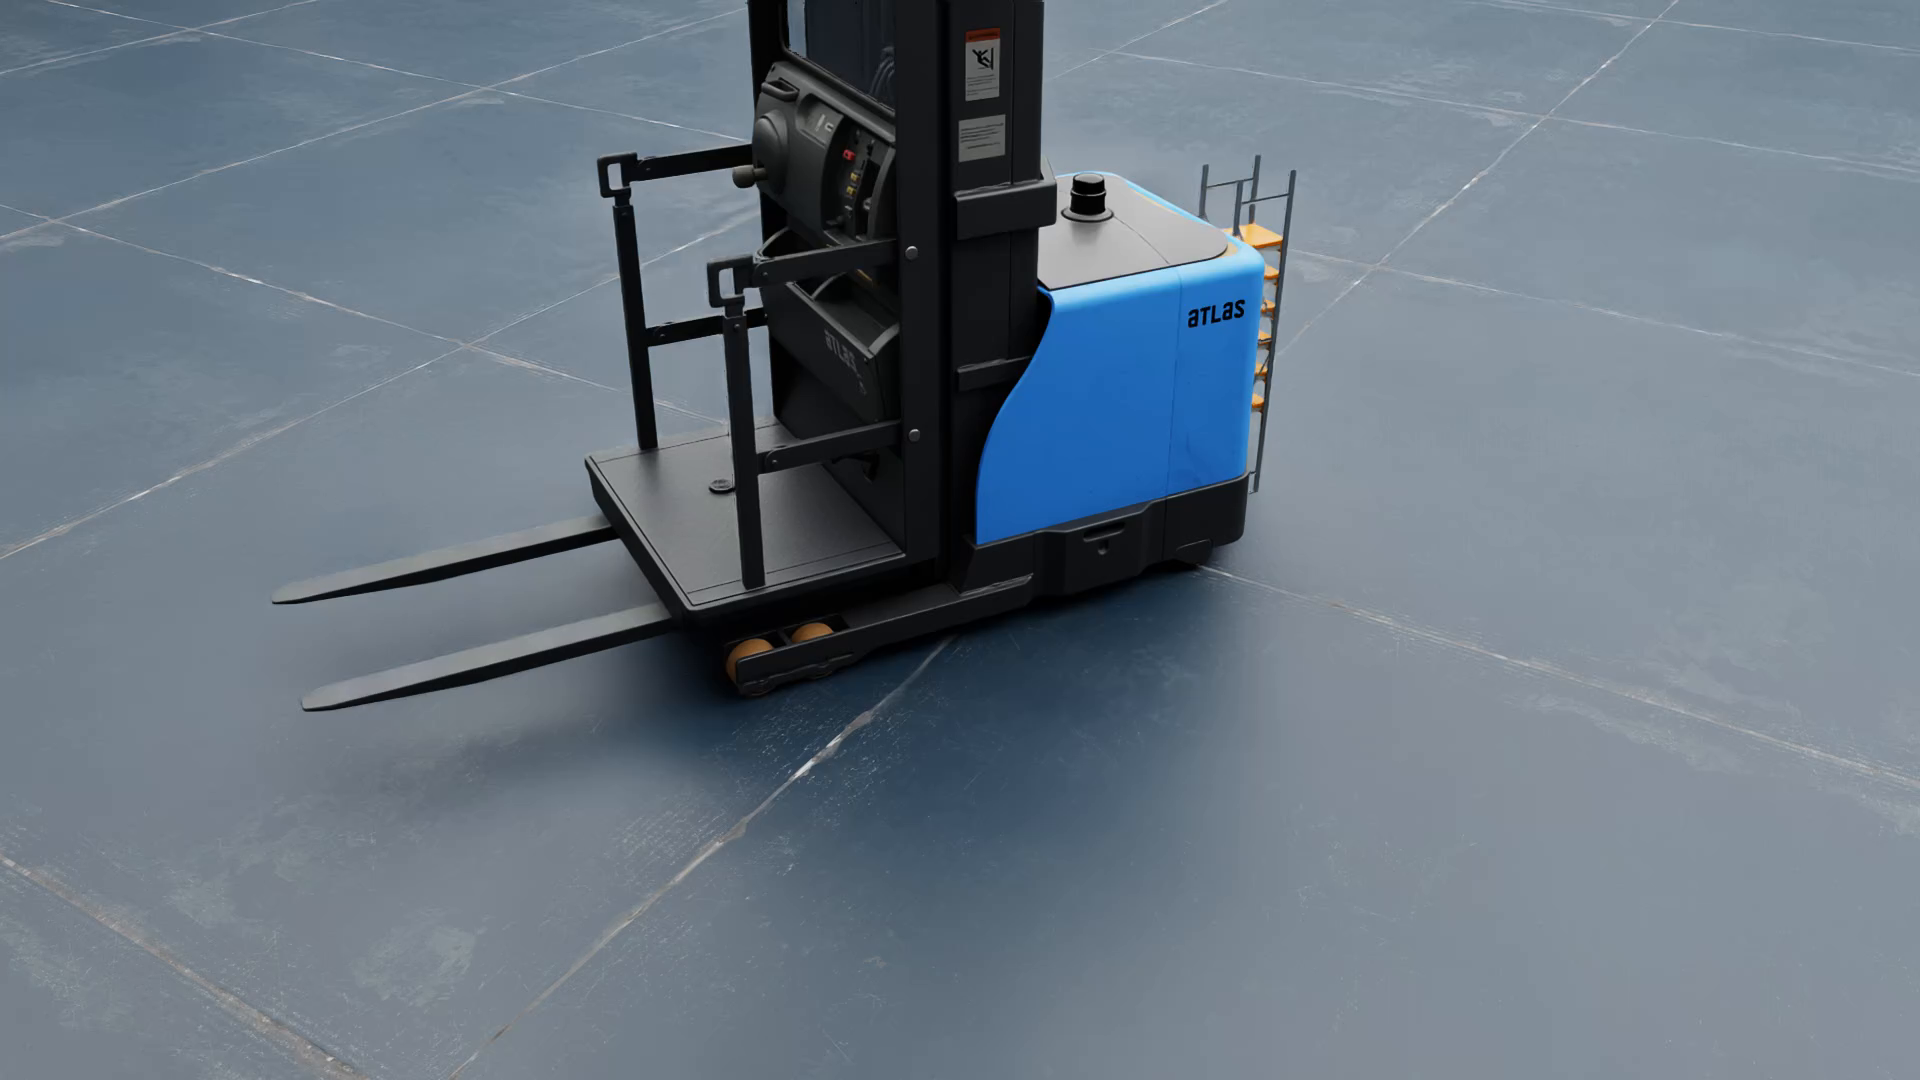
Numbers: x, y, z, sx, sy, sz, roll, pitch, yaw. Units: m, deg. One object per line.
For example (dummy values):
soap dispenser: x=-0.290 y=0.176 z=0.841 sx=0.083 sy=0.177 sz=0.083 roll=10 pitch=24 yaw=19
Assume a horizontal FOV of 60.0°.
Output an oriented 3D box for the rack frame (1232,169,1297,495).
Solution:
rack frame: x=0.989 y=-0.667 z=5.699 sx=0.240 sy=1.200 sz=0.006 roll=-16 pitch=34 yaw=-26

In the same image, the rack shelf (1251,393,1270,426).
rack shelf: x=0.939 y=-0.462 z=5.910 sx=0.258 sy=0.103 sz=0.180 roll=-16 pitch=34 yaw=-26

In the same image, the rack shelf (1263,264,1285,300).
rack shelf: x=0.946 y=-0.877 z=5.669 sx=0.258 sy=0.103 sz=0.180 roll=-16 pitch=34 yaw=-26

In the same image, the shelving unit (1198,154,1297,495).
shelving unit: x=0.943 y=-0.708 z=5.767 sx=0.258 sy=1.200 sz=0.189 roll=-16 pitch=34 yaw=-26

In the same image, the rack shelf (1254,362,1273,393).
rack shelf: x=0.941 y=-0.565 z=5.850 sx=0.258 sy=0.103 sz=0.180 roll=-16 pitch=34 yaw=-26

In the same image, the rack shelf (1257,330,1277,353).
rack shelf: x=0.943 y=-0.669 z=5.790 sx=0.258 sy=0.103 sz=0.180 roll=-16 pitch=34 yaw=-26

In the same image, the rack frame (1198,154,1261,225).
rack frame: x=0.897 y=-0.748 z=5.835 sx=0.240 sy=1.200 sz=0.006 roll=-16 pitch=34 yaw=-26

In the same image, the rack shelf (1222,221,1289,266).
rack shelf: x=0.948 y=-0.980 z=5.608 sx=0.258 sy=0.103 sz=0.180 roll=-16 pitch=34 yaw=-26

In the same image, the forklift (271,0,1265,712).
forklift: x=-0.585 y=-1.106 z=4.738 sx=3.031 sy=2.935 sz=1.130 roll=-14 pitch=33 yaw=-23

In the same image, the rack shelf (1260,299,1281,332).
rack shelf: x=0.944 y=-0.773 z=5.729 sx=0.258 sy=0.103 sz=0.180 roll=-16 pitch=34 yaw=-26
